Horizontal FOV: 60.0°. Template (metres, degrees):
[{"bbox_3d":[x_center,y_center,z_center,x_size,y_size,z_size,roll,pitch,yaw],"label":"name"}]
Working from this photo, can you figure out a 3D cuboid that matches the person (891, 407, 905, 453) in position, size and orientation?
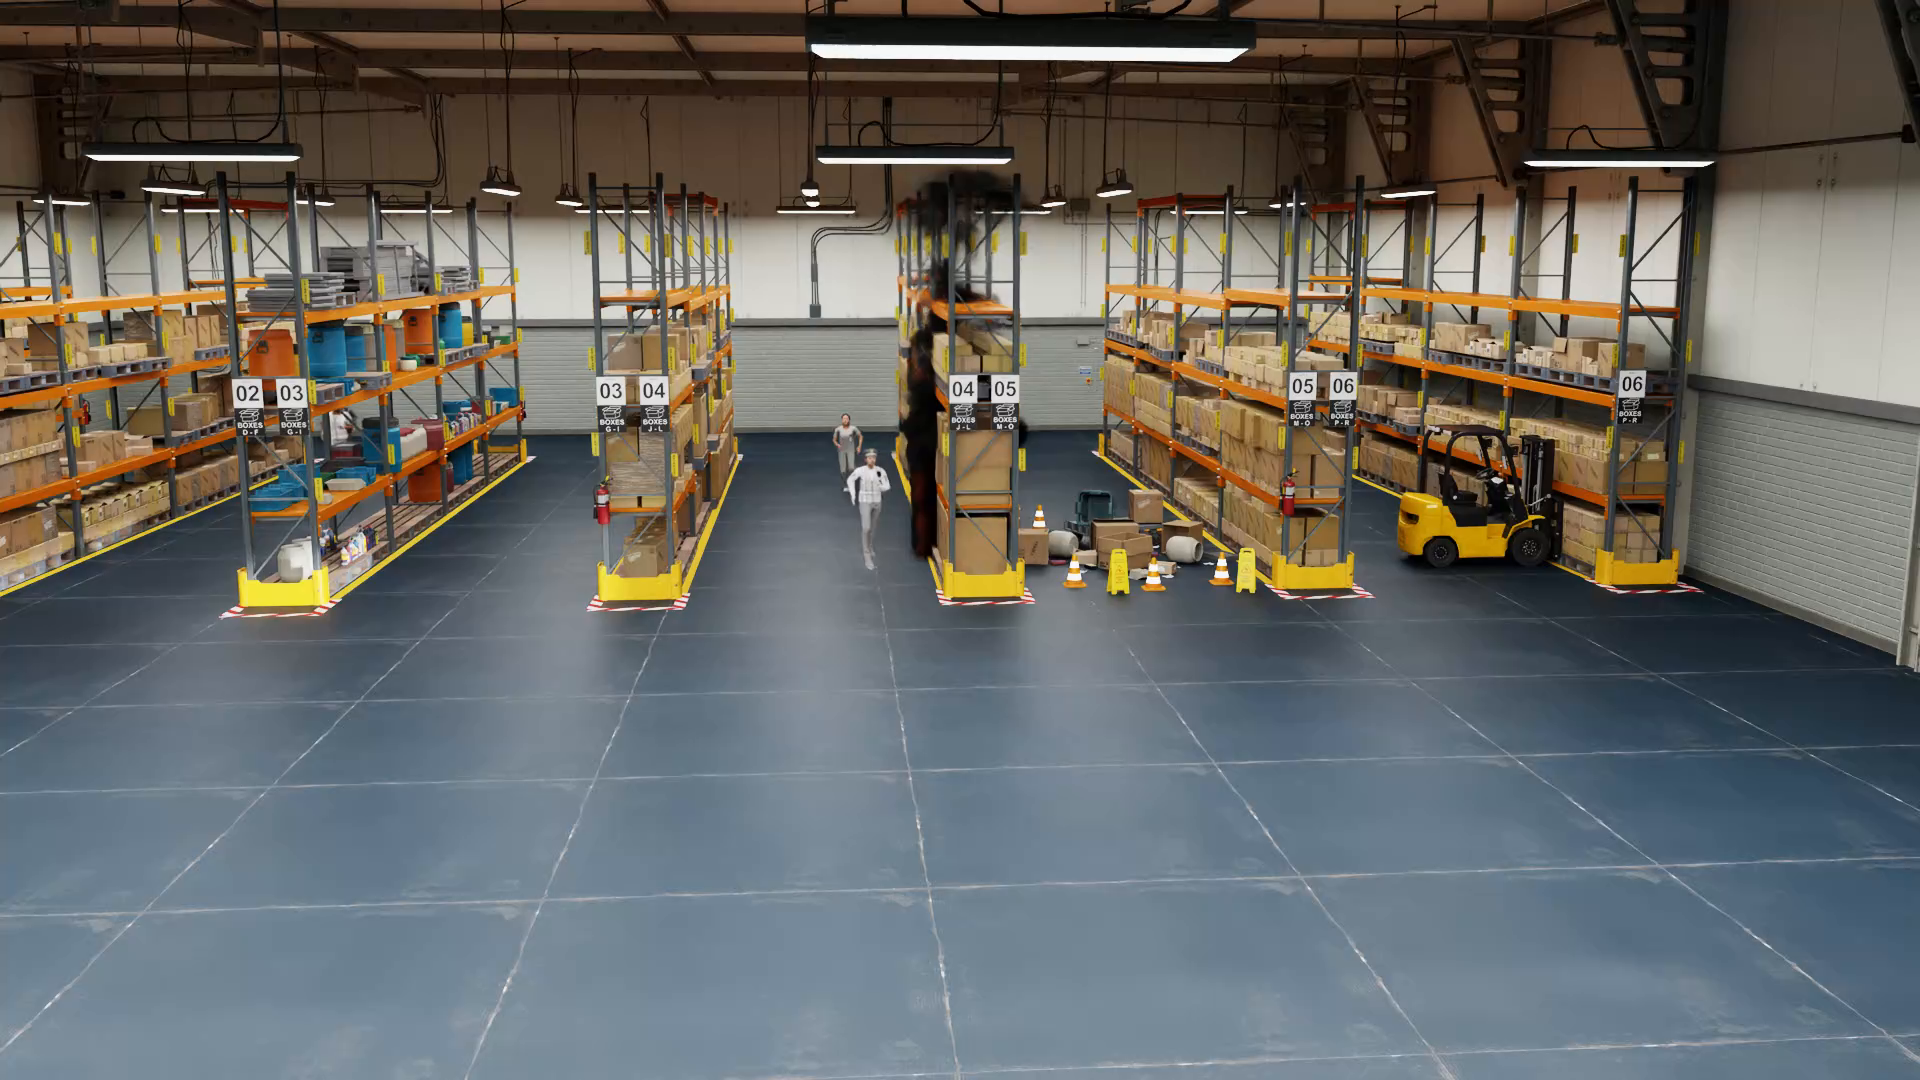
[{"bbox_3d":[-1.192,-3.006,40.677,0.938,1.790,0.693,-3,10,-17],"label":"person"}]

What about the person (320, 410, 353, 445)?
[{"bbox_3d":[-13.322,-2.118,35.570,0.662,1.841,0.776,-4,11,-20],"label":"person"}]

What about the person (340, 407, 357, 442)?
[{"bbox_3d":[-13.700,-2.289,36.812,0.638,1.779,0.760,-2,10,-10],"label":"person"}]

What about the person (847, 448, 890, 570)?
[{"bbox_3d":[-1.347,-0.492,25.058,0.580,1.804,0.720,-4,11,-20],"label":"person"}]

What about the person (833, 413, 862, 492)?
[{"bbox_3d":[-2.302,-1.776,34.007,0.603,1.619,0.569,0,10,-1],"label":"person"}]
